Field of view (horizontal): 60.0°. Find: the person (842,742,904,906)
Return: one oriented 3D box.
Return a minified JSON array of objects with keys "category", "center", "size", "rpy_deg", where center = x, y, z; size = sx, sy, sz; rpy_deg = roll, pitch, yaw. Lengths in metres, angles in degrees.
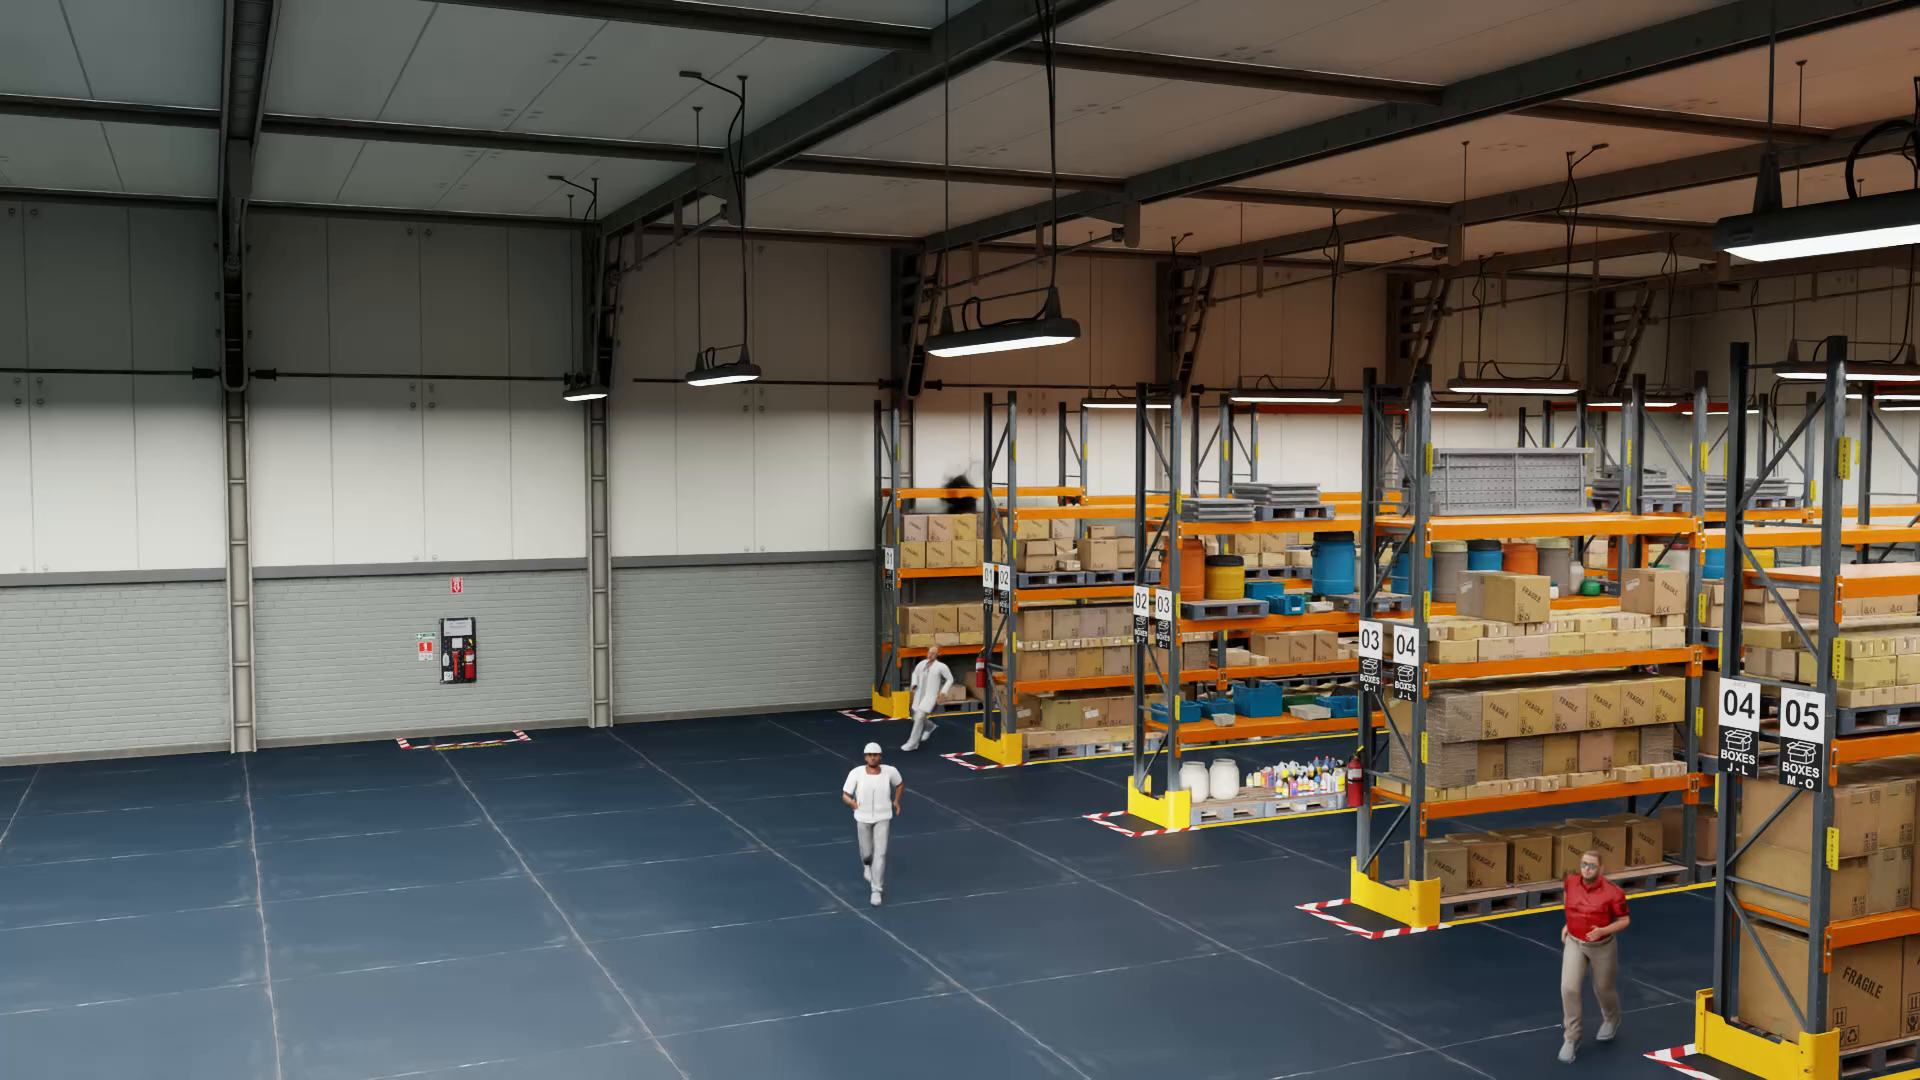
[{"category":"person","center":[-0.985,3.174,18.897],"size":[0.700,1.761,0.956],"rpy_deg":[0,3,-3]}]

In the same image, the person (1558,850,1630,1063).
[{"category":"person","center":[5.378,3.488,14.109],"size":[0.604,1.760,0.882],"rpy_deg":[2,4,36]}]

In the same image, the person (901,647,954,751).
[{"category":"person","center":[-0.529,2.659,28.030],"size":[0.774,1.728,0.984],"rpy_deg":[2,4,35]}]
